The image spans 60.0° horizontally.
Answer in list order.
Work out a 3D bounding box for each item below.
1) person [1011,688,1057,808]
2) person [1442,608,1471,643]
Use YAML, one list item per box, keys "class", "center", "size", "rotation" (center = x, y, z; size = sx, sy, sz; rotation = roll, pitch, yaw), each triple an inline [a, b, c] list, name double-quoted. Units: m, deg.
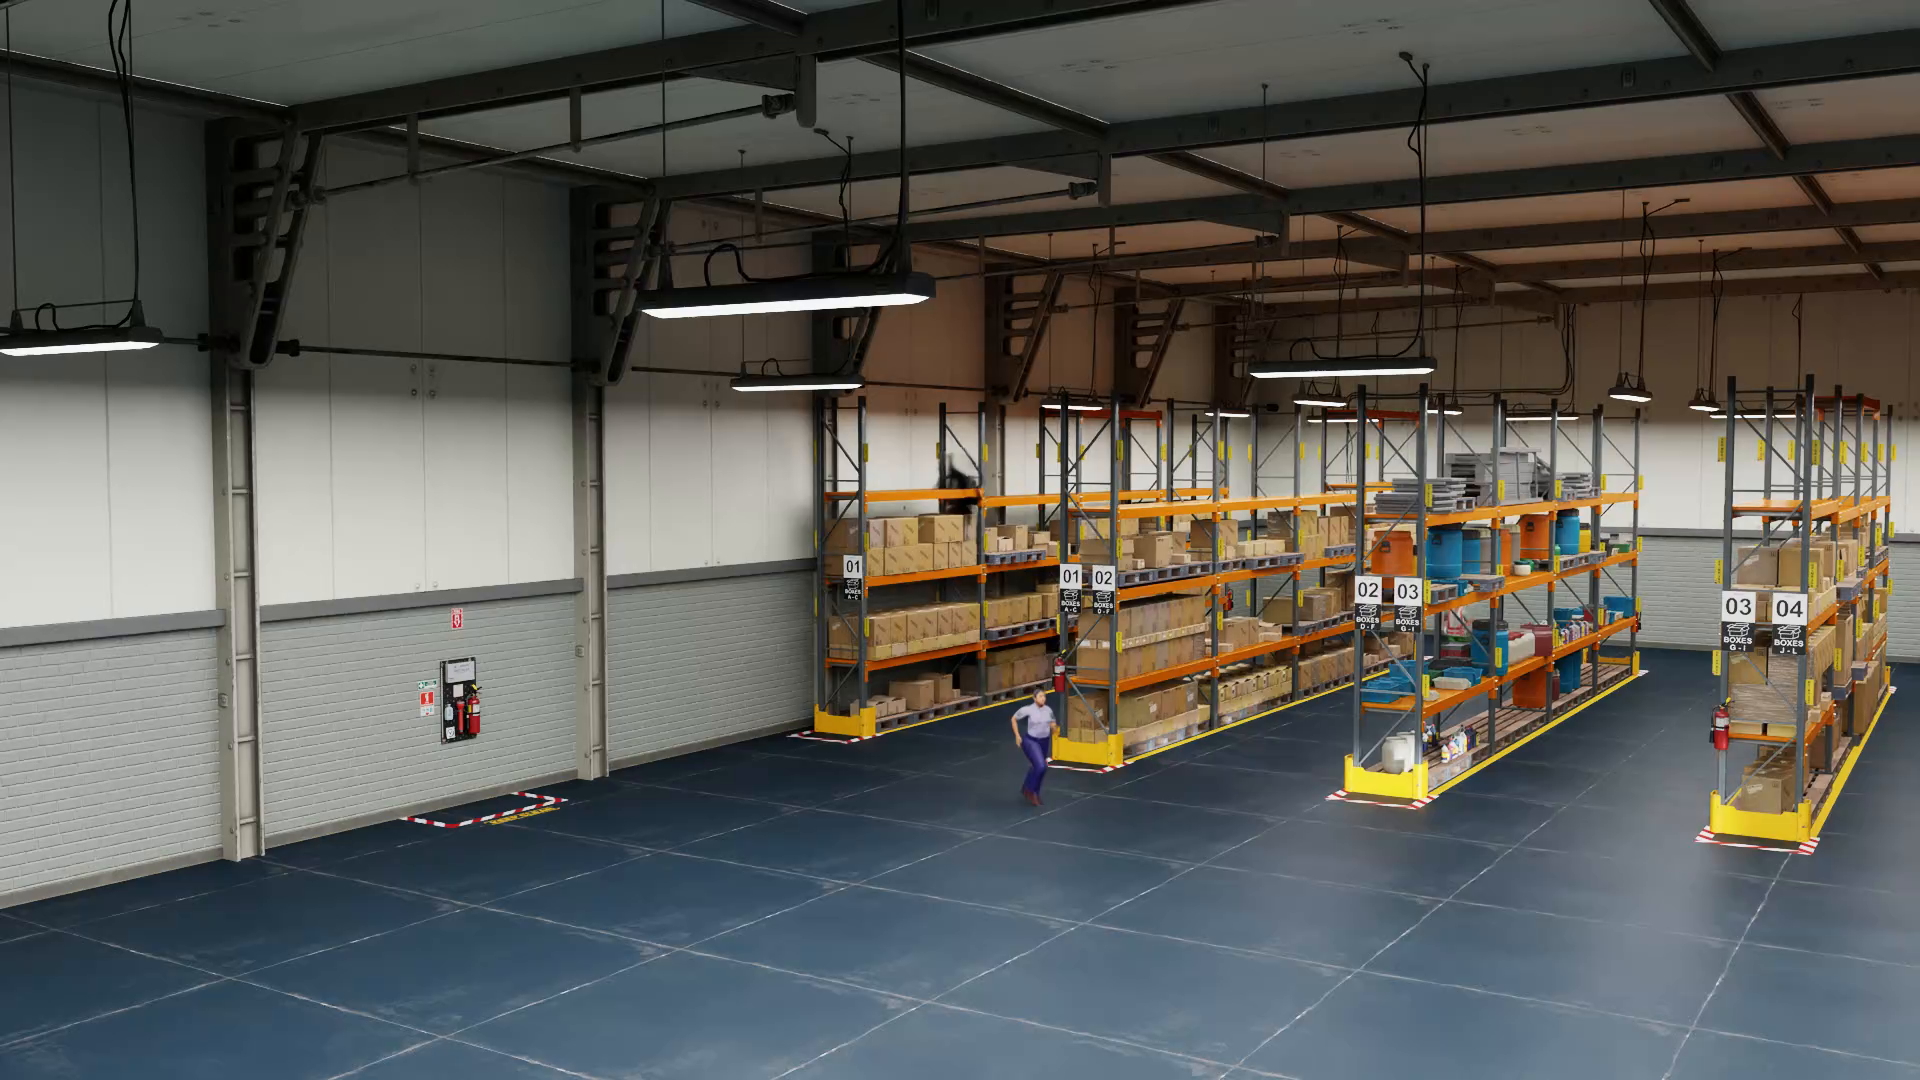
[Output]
- class: "person"
  center: [1.100, 2.955, 23.638]
  size: [0.570, 1.678, 0.788]
  rotation: [-2, 4, -38]
- class: "person"
  center: [11.155, 2.155, 37.476]
  size: [0.671, 1.758, 0.762]
  rotation: [1, 3, 22]
